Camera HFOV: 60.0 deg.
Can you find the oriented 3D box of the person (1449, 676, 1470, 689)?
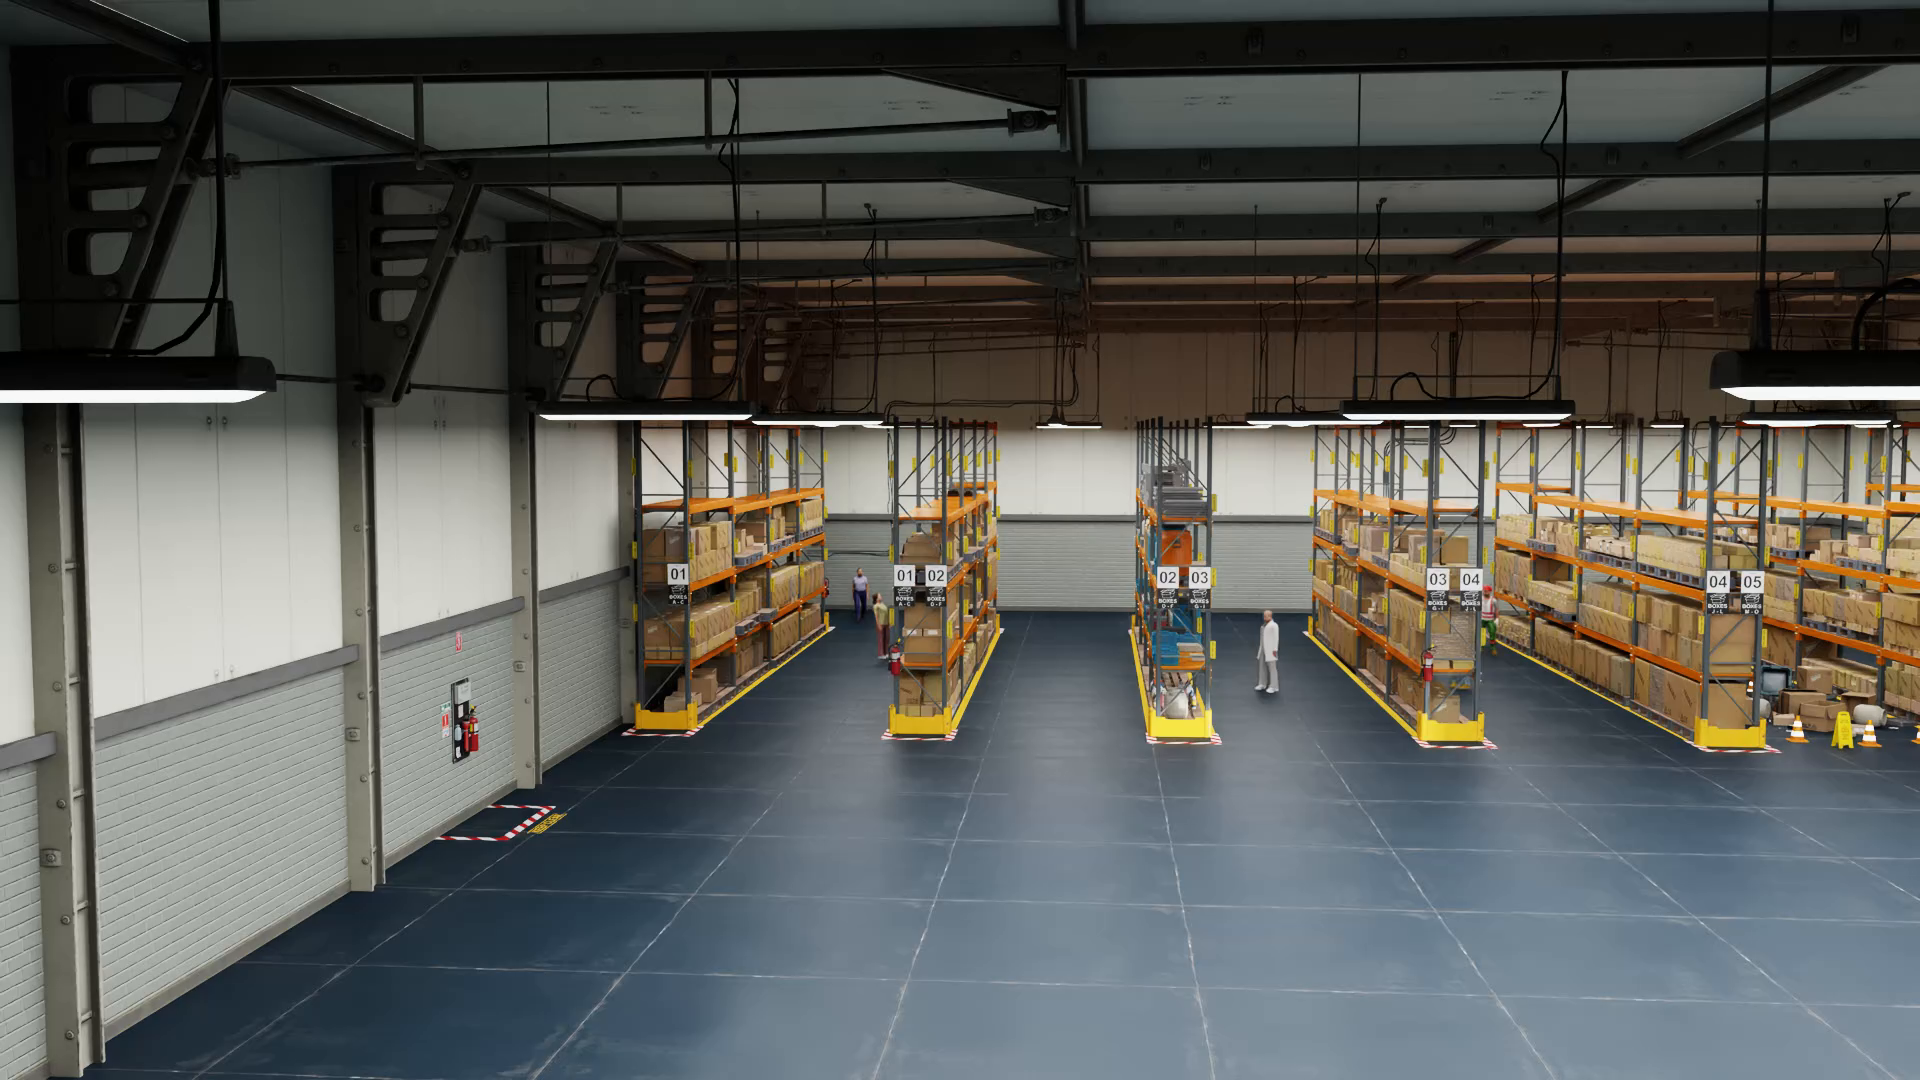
[{"bbox_3d":[11.172,2.555,37.066,0.477,1.479,0.487,-1,4,-21],"label":"person"}]

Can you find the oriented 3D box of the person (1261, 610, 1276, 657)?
[{"bbox_3d":[6.789,2.074,36.650,0.320,1.058,0.607,-2,4,-25],"label":"person"}]

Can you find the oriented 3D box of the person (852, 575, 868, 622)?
[{"bbox_3d":[-3.018,1.743,50.004,0.423,1.410,0.892,-1,4,-9],"label":"person"}]

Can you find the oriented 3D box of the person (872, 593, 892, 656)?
[{"bbox_3d":[-1.964,2.105,41.669,0.394,1.583,0.520,3,5,39],"label":"person"}]

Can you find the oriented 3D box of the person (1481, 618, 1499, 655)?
[{"bbox_3d":[13.472,2.431,42.515,0.599,0.954,0.946,1,4,10],"label":"person"}]
